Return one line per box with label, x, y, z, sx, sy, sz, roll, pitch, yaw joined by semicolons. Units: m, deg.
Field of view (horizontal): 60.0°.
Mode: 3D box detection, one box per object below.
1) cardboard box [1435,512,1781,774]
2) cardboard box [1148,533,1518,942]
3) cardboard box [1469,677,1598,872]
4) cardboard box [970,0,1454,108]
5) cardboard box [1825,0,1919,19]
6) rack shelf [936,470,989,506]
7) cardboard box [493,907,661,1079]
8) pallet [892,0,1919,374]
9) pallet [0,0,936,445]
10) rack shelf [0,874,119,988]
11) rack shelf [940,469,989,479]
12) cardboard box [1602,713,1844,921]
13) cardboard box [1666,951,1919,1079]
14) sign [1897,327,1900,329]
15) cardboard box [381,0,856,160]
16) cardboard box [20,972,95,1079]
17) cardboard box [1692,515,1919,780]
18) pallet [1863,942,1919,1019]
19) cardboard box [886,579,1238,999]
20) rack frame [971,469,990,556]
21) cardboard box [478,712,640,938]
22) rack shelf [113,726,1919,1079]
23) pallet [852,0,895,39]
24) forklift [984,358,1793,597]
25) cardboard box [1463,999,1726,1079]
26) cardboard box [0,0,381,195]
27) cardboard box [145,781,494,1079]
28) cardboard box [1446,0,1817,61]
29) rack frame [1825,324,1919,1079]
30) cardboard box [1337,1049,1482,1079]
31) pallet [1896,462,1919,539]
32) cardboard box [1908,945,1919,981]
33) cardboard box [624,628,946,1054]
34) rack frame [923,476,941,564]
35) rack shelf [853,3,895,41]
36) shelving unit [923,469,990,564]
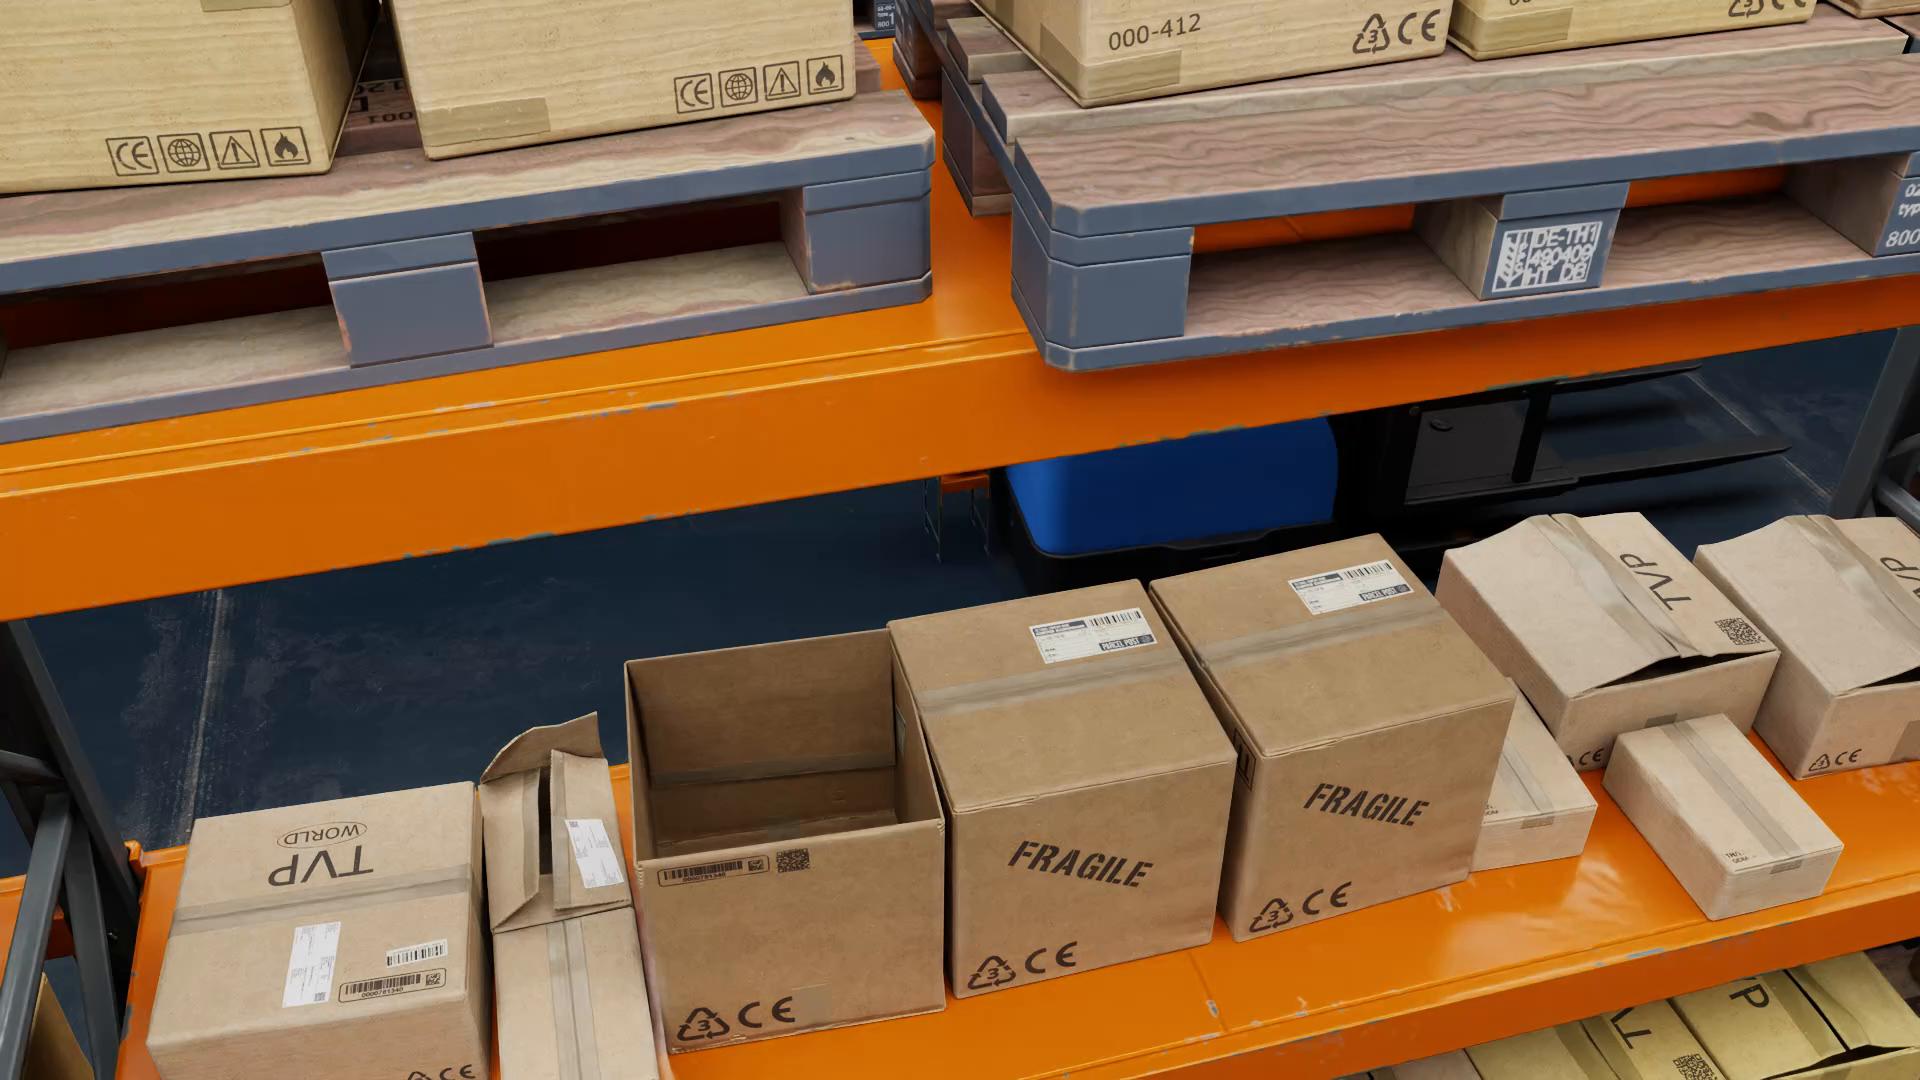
cardboard box;1.377;0.198;3.596;0.500;0.311;0.500;-10;38;-12
cardboard box;0.676;0.370;3.215;0.500;0.500;0.500;-11;39;-14
cardboard box;1.075;0.469;3.374;0.250;0.149;0.380;-7;38;-9
cardboard box;0.291;-0.797;2.133;0.500;0.250;0.500;-12;39;-16
cardboard box;1.367;-0.966;2.353;0.500;0.250;0.500;-8;38;-11
rack shelf;-0.014;-0.248;6.055;0.180;0.103;0.258;-9;38;-12
cardboard box;-0.662;0.847;2.880;0.250;0.149;0.380;-9;38;-12
pallet;0.580;-0.643;2.308;1.213;0.211;1.003;-8;38;-10
pallet;-0.722;-0.495;2.116;1.217;0.209;0.805;-11;39;-14
rack shelf;-3.501;1.371;2.582;4.000;0.370;1.077;-9;38;-12
rack shelf;-0.014;-0.344;5.982;0.180;0.103;0.258;-9;38;-12
cardboard box;1.495;0.539;3.284;0.250;0.149;0.380;-9;38;-12
cardboard box;1.850;1.064;3.846;0.500;0.311;0.500;-8;38;-11
sign;2.141;-0.611;3.692;0.005;0.325;0.100;-9;38;-12
cardboard box;-0.444;-0.711;2.020;0.500;0.250;0.500;-13;39;-16
cardboard box;-2.100;1.285;3.401;0.500;0.500;0.500;-9;38;-12
cardboard box;1.929;0.202;3.591;0.500;0.311;0.500;-7;38;-9
pallet;3.022;1.146;4.578;1.213;0.211;1.003;-9;38;-12
cardboard box;0.167;0.453;3.106;0.500;0.500;0.500;-9;38;-12
rack frame;0.074;-0.489;5.901;0.006;1.200;0.240;-9;38;-12
cardboard box;-0.770;0.574;3.141;0.258;0.266;0.396;-10;39;-13
rack shelf;0.360;0.737;3.410;4.000;0.370;1.077;-9;38;-12
pallet;-0.904;-2.357;7.020;1.213;0.211;1.003;-9;38;-12
forklift;1.636;-1.350;5.602;3.031;2.935;1.130;-8;38;-10
cardboard box;1.350;1.151;3.733;0.500;0.311;0.500;-10;39;-13
cardboard box;-0.973;-0.623;1.904;0.500;0.250;0.500;-6;38;-7
cardboard box;-1.107;0.724;2.958;0.500;0.250;0.500;-7;38;-9
cardboard box;0.811;-0.882;2.243;0.500;0.250;0.500;-10;39;-13
rack frame;2.291;0.134;3.605;0.127;3.000;1.000;-9;38;-12
cardboard box;0.862;1.229;3.631;0.500;0.311;0.500;-10;38;-12
pallet;2.927;0.062;3.858;1.003;0.211;1.213;-9;38;-12
cardboard box;2.805;1.048;4.106;0.500;0.500;0.500;-8;38;-10
cardboard box;-0.316;0.533;3.002;0.500;0.500;0.500;-7;38;-9
rack frame;-0.102;-0.460;5.863;0.006;1.200;0.240;-9;38;-12
rack shelf;-0.935;-2.168;7.208;4.000;0.370;1.077;-9;38;-12
shelving unit;-0.014;-0.474;5.882;0.189;1.200;0.258;-9;38;-12
